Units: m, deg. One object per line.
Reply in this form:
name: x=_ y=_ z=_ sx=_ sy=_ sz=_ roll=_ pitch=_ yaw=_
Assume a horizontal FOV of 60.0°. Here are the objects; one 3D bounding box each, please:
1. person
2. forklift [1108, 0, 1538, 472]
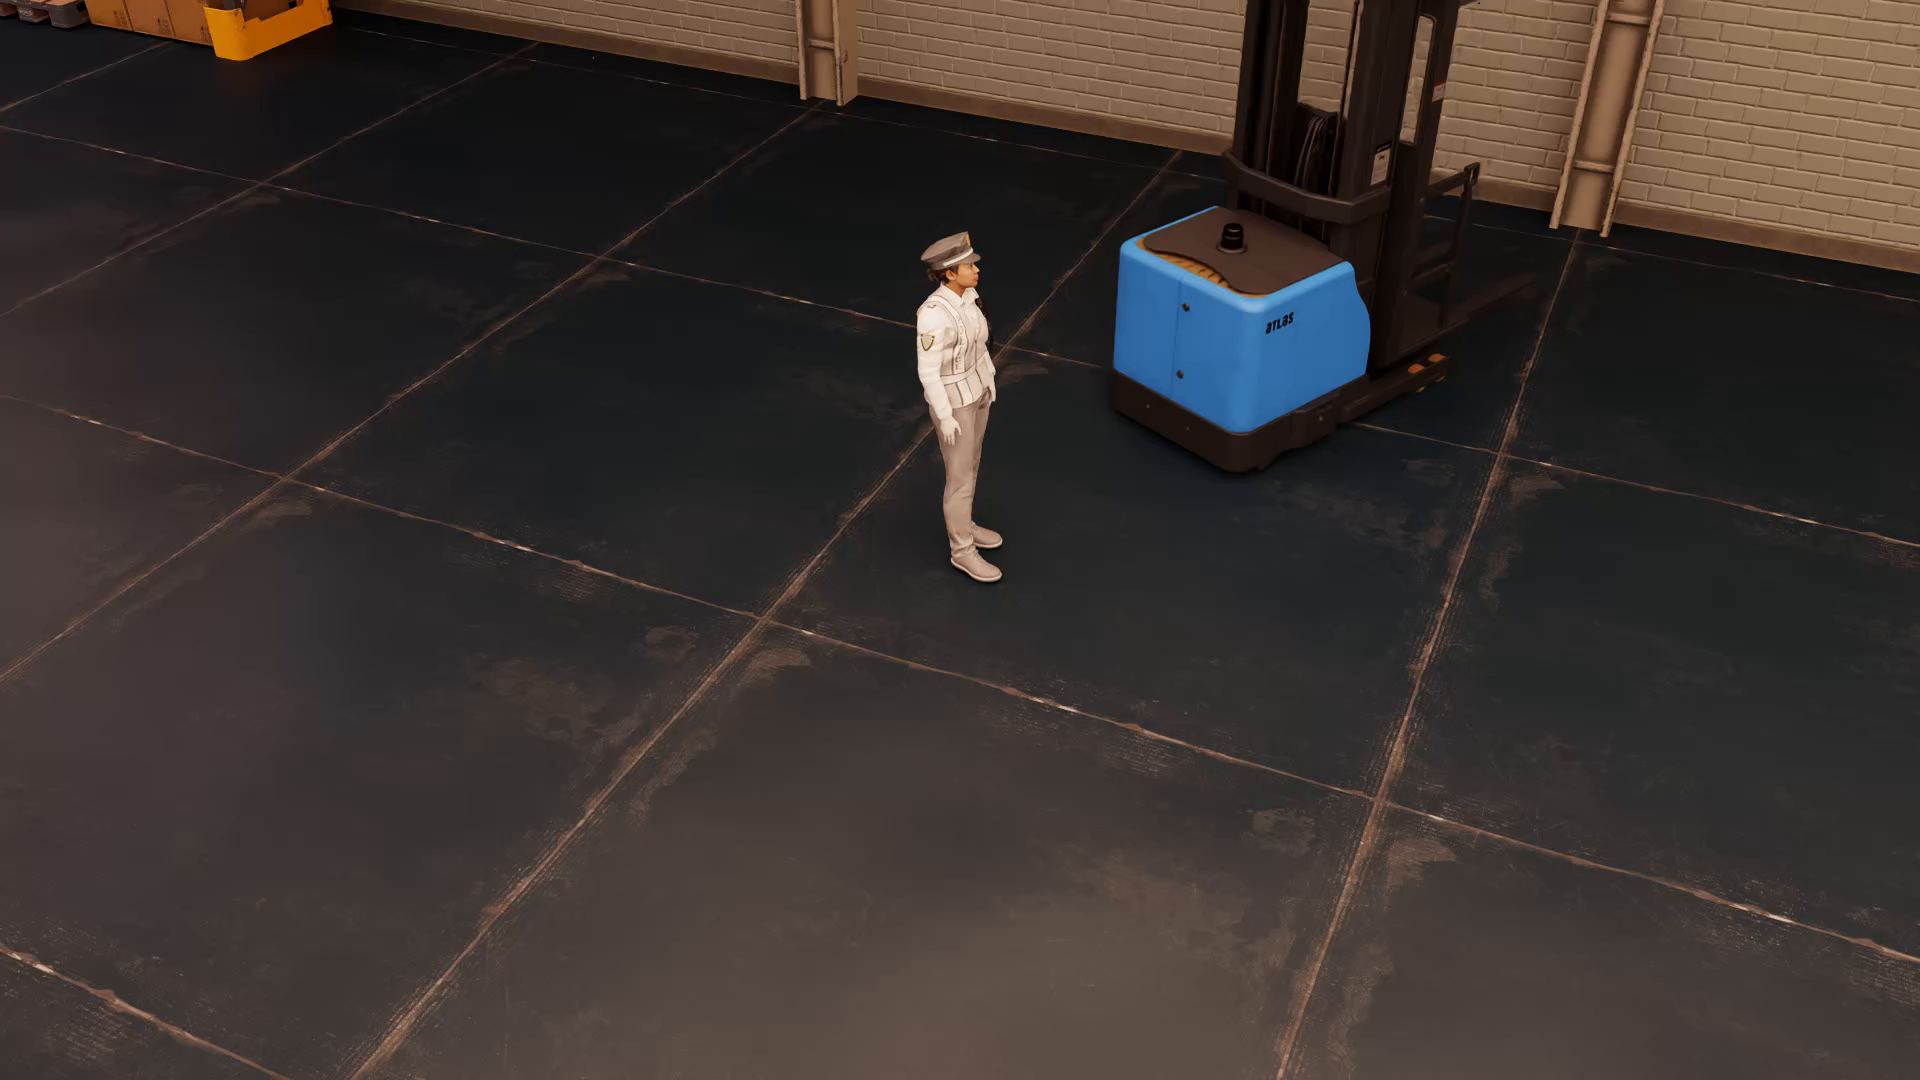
person: x=0.058 y=-0.676 z=8.087 sx=0.533 sy=1.696 sz=0.588 roll=15 pitch=38 yaw=20
forklift: x=2.306 y=-2.275 z=9.276 sx=3.031 sy=2.935 sz=1.130 roll=-26 pitch=43 yaw=-32
